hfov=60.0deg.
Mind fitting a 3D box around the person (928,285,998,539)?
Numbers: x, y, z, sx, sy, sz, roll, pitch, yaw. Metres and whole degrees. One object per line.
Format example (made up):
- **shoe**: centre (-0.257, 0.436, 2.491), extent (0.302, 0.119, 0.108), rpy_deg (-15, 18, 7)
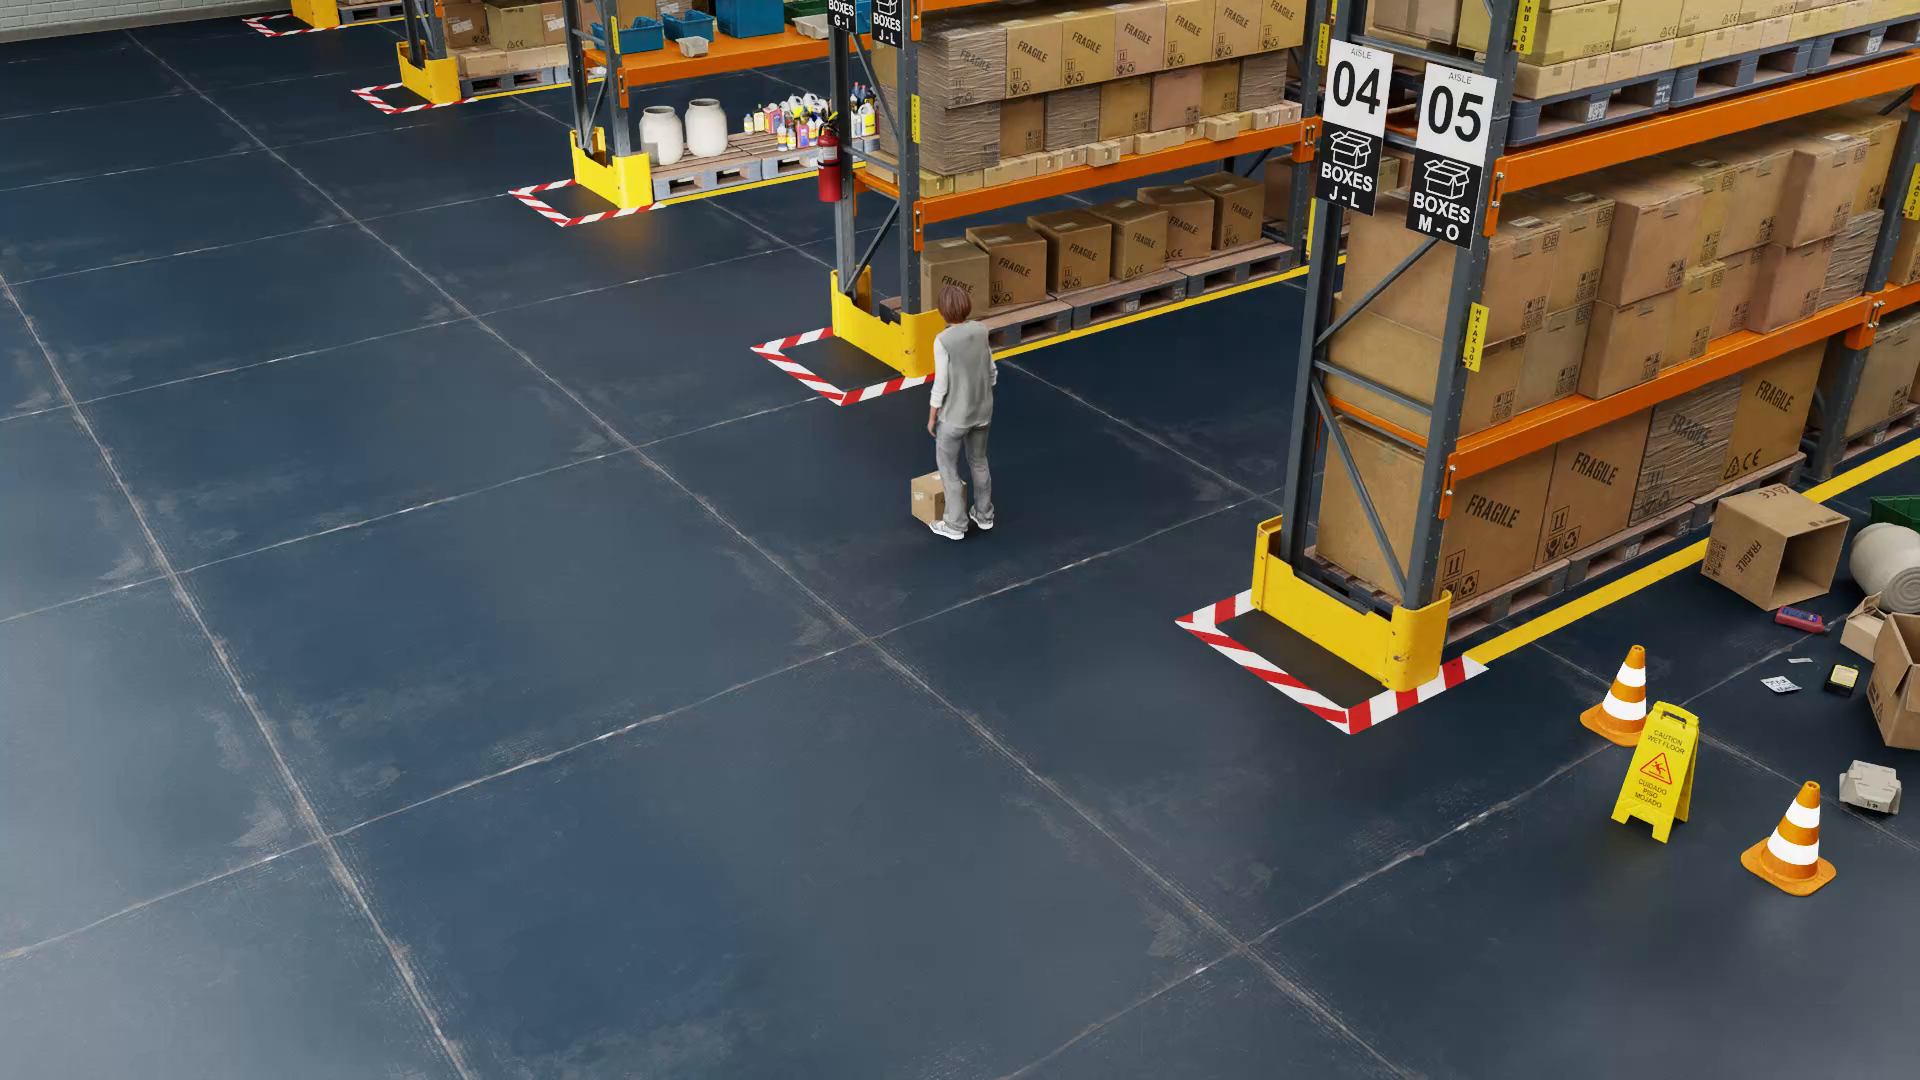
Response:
- **person**: centre (0.014, -0.754, 9.999), extent (0.465, 1.592, 0.348), rpy_deg (-19, 34, -31)
